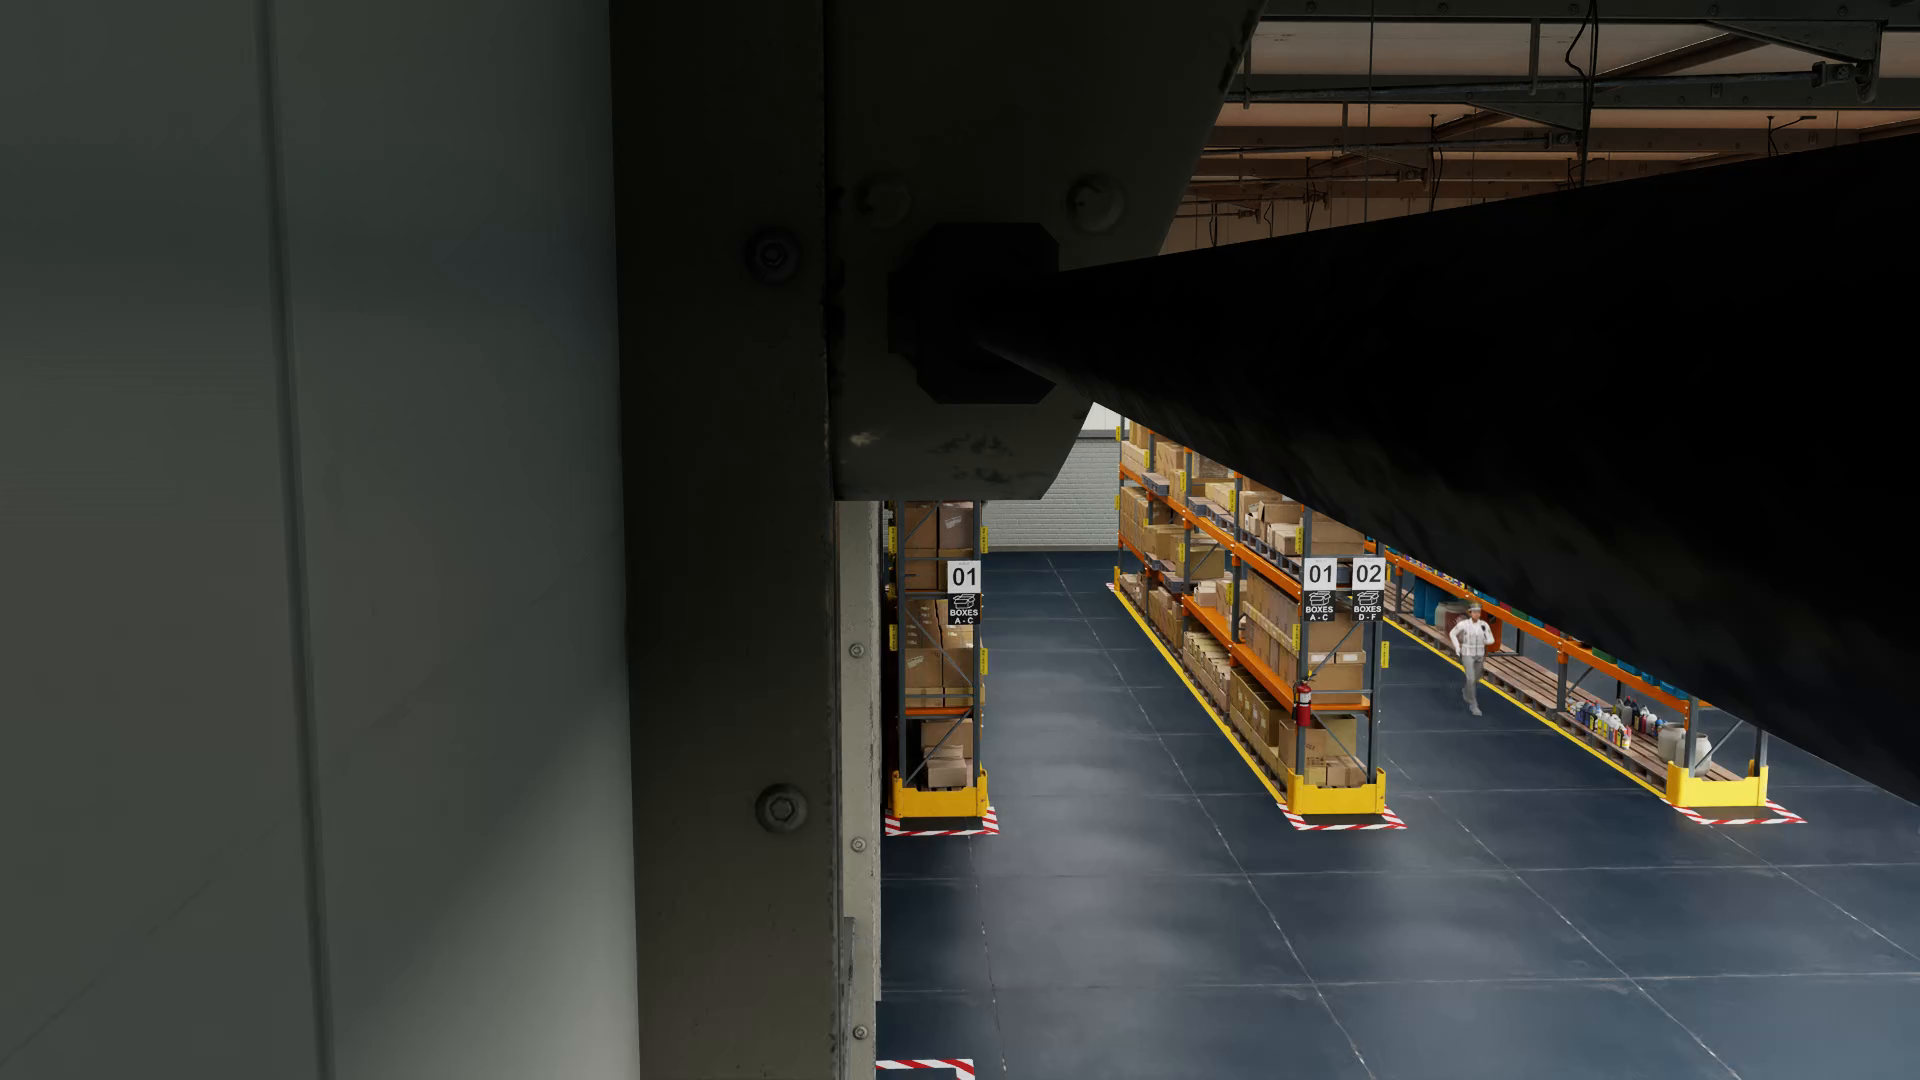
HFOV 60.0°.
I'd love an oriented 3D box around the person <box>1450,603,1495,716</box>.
[{"bbox_3d":[7.918,1.788,25.666,0.611,1.681,0.940,-1,8,-5],"label":"person"}]
